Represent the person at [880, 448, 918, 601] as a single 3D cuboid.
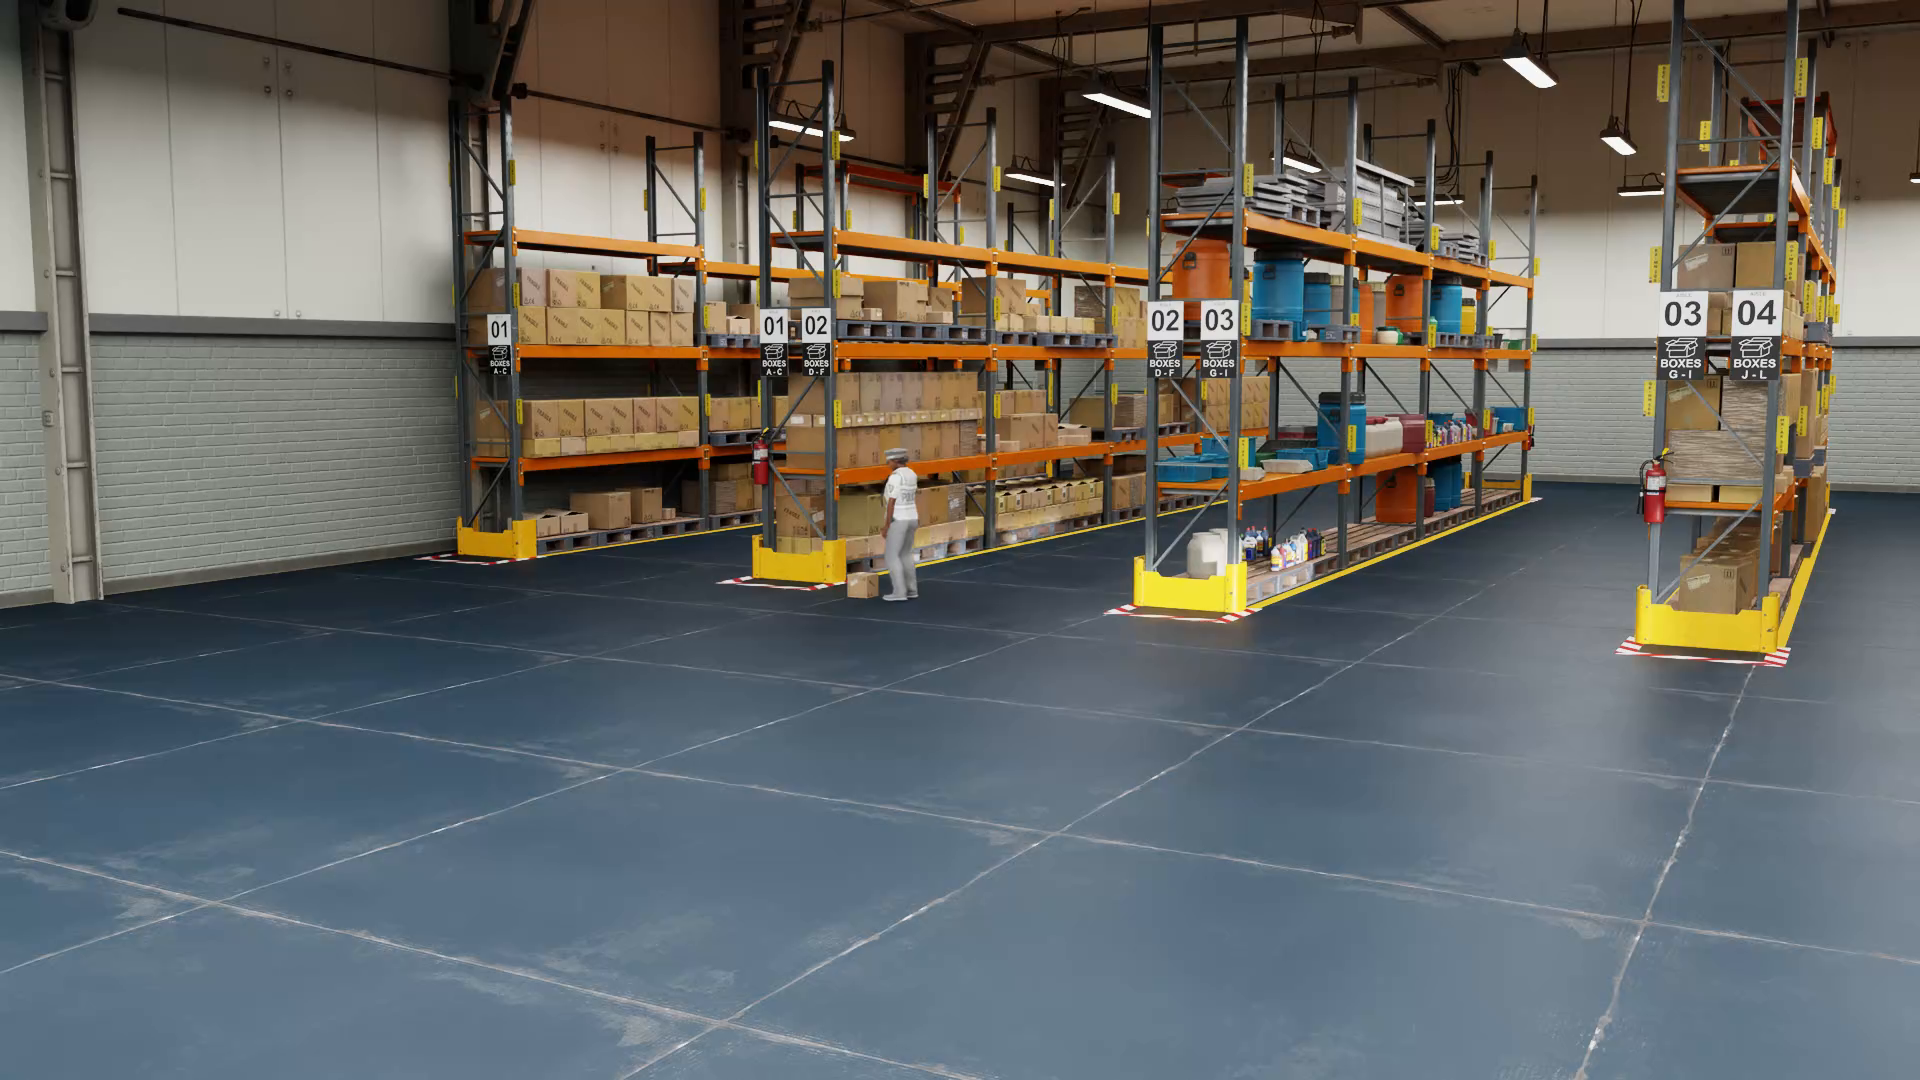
[{"bbox_3d":[-0.652,-0.166,18.030,0.338,1.652,0.441,3,7,30],"label":"person"}]
